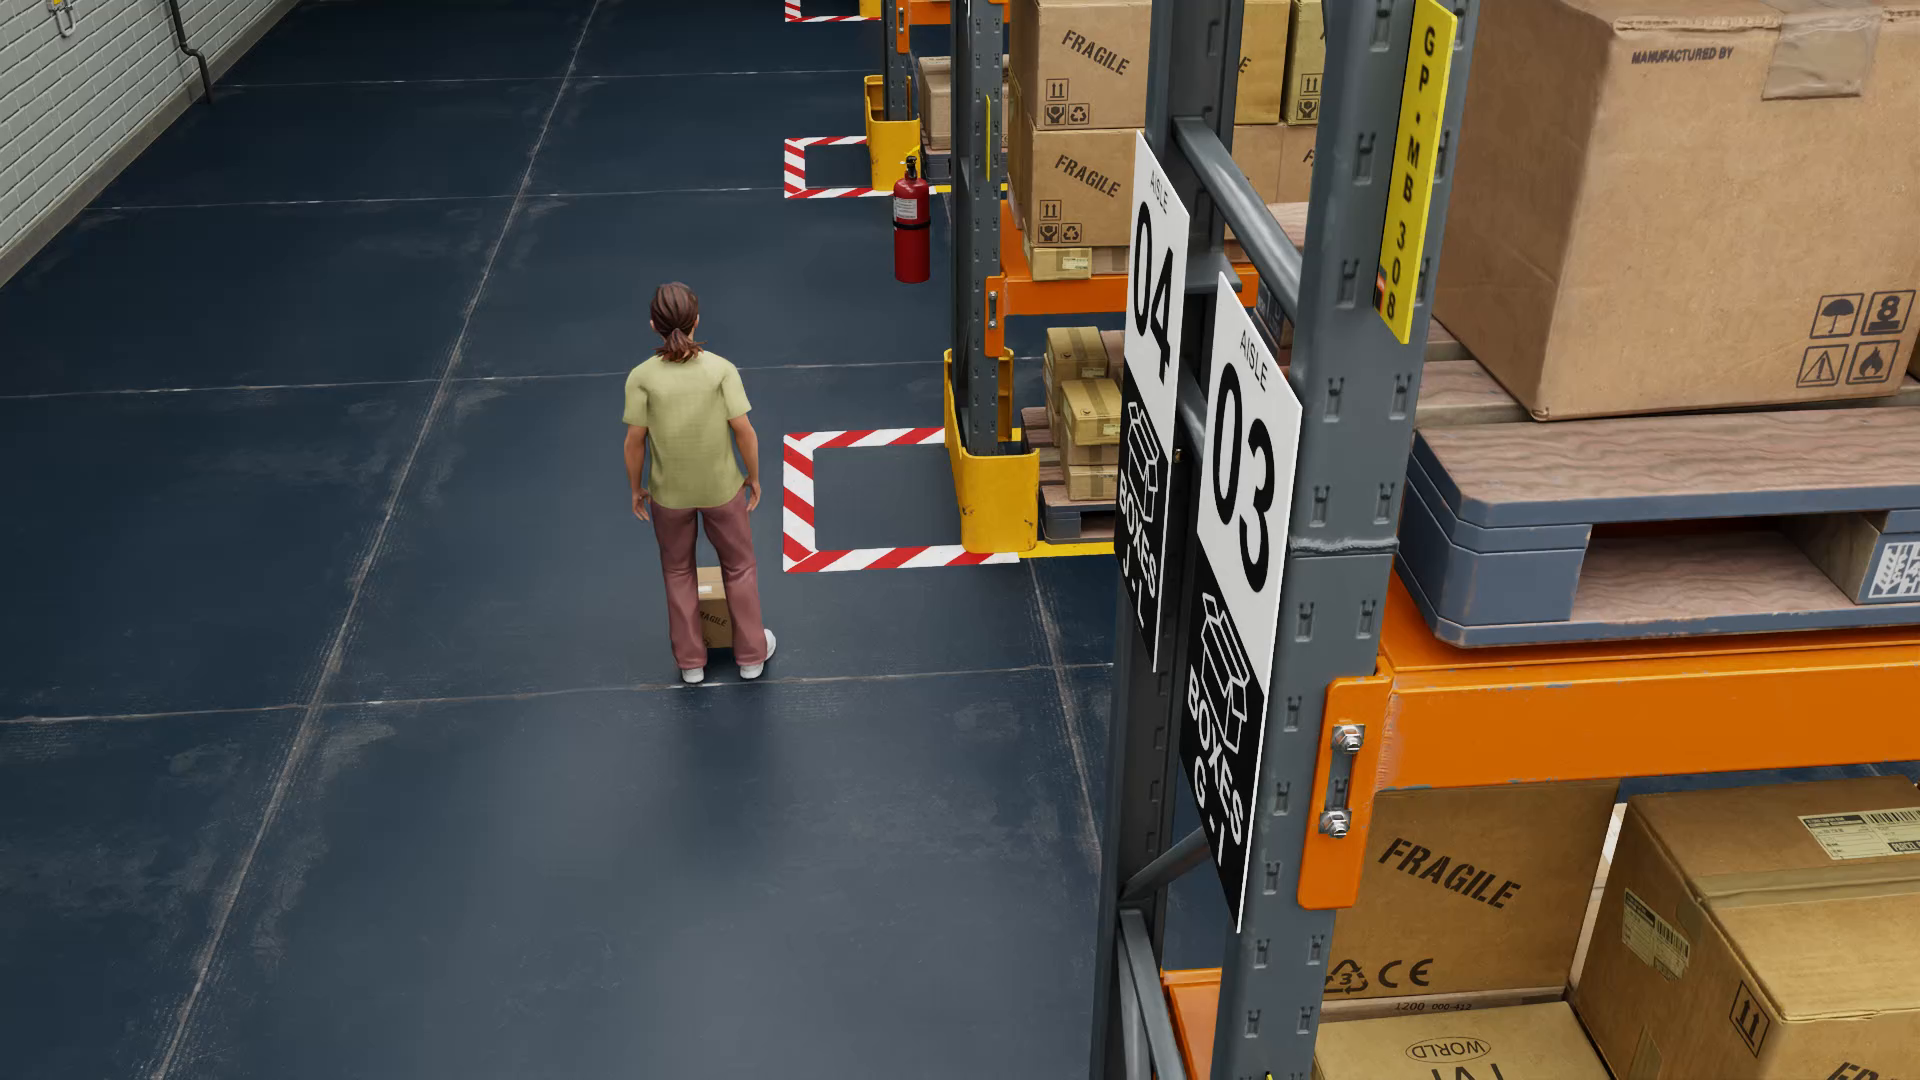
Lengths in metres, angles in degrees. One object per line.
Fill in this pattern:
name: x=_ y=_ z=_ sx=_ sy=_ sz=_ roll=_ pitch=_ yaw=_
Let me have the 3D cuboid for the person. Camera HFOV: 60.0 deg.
person: x=-1.019 y=-0.195 z=6.457 sx=0.521 sy=1.671 sz=0.360 roll=-4 pitch=31 yaw=-7
